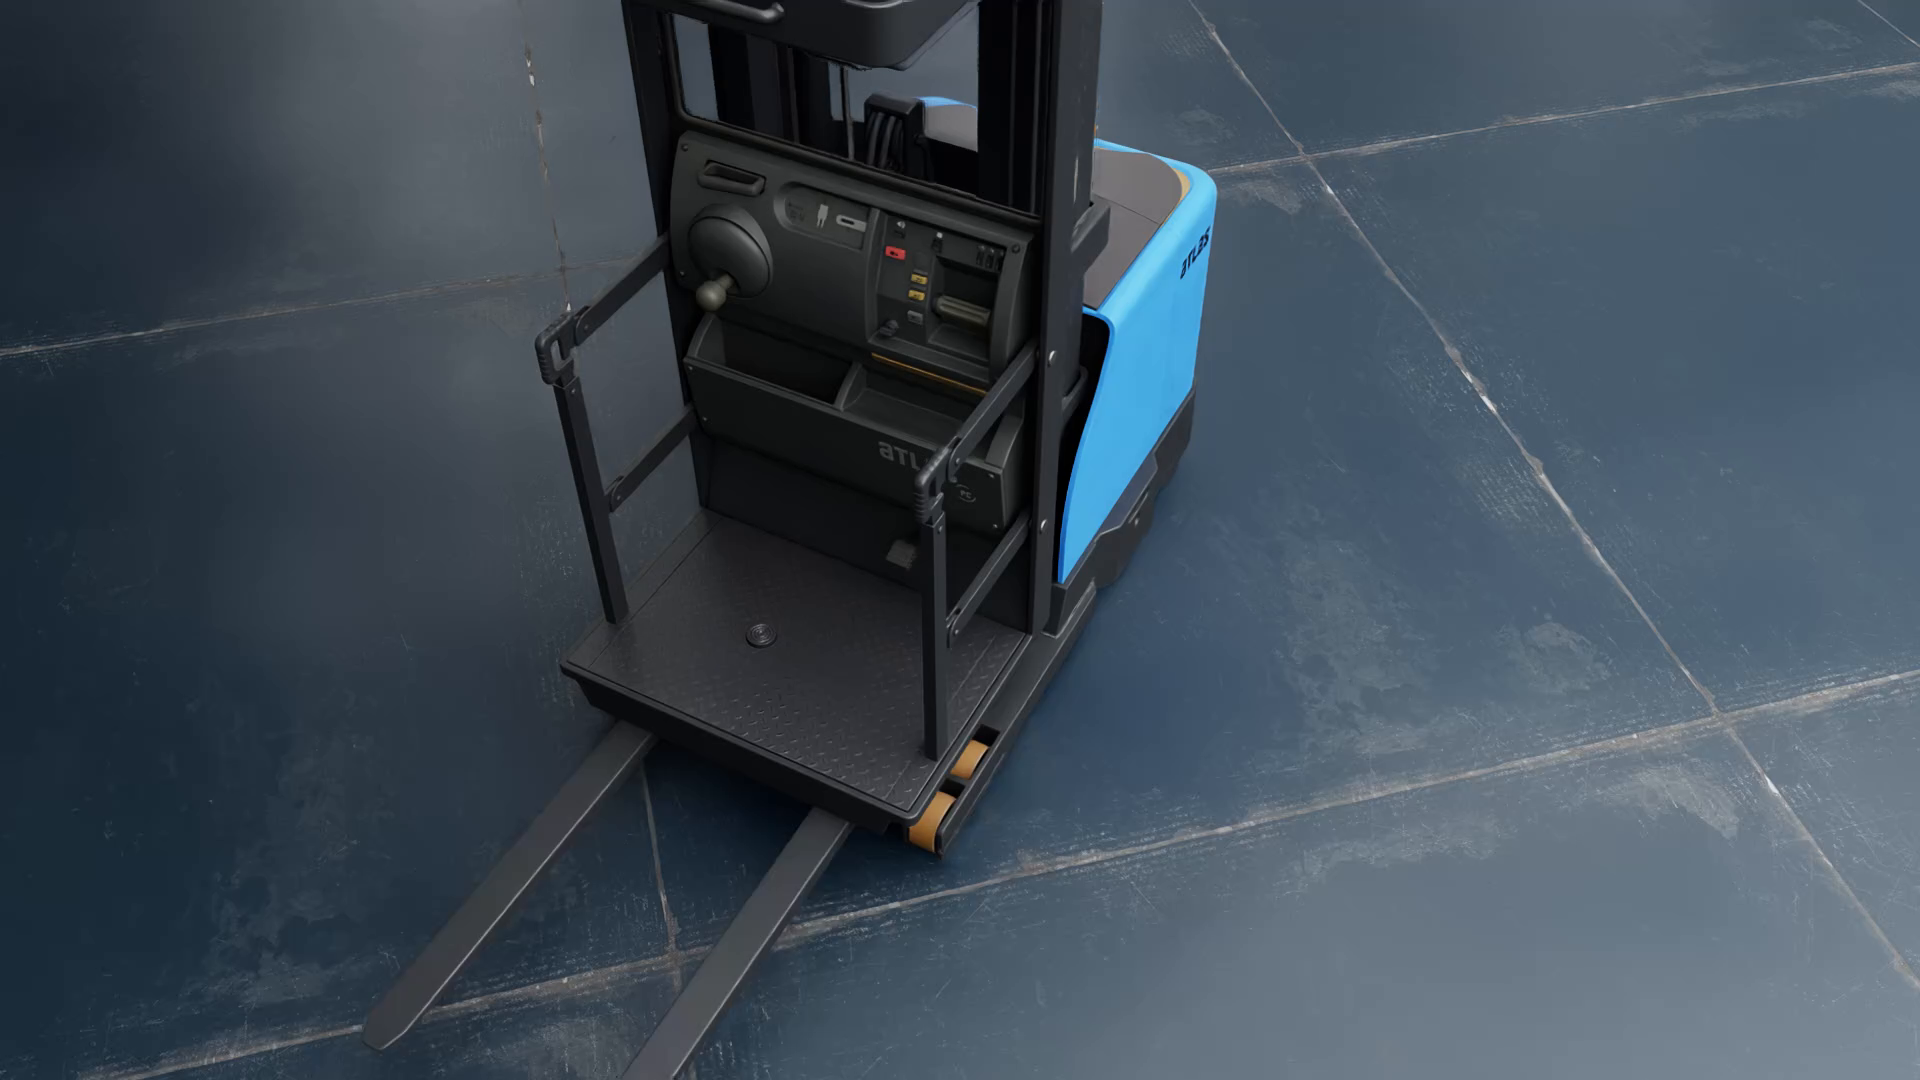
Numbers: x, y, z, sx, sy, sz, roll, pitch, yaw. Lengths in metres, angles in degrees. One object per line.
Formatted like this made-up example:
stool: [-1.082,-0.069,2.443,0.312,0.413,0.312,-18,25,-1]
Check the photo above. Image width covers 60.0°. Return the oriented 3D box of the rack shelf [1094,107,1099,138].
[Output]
rack shelf: [0.290,-1.444,5.275,0.258,0.148,0.480,-1,46,-1]

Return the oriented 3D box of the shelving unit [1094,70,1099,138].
shelving unit: [0.290,-1.169,5.556,0.258,1.200,0.503,-1,46,-1]

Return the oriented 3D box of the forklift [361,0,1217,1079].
forklift: [-0.375,-0.568,3.754,1.130,2.935,3.031,21,49,19]

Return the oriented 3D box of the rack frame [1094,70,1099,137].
rack frame: [0.295,-0.995,5.385,0.240,1.200,0.015,-1,46,-1]
